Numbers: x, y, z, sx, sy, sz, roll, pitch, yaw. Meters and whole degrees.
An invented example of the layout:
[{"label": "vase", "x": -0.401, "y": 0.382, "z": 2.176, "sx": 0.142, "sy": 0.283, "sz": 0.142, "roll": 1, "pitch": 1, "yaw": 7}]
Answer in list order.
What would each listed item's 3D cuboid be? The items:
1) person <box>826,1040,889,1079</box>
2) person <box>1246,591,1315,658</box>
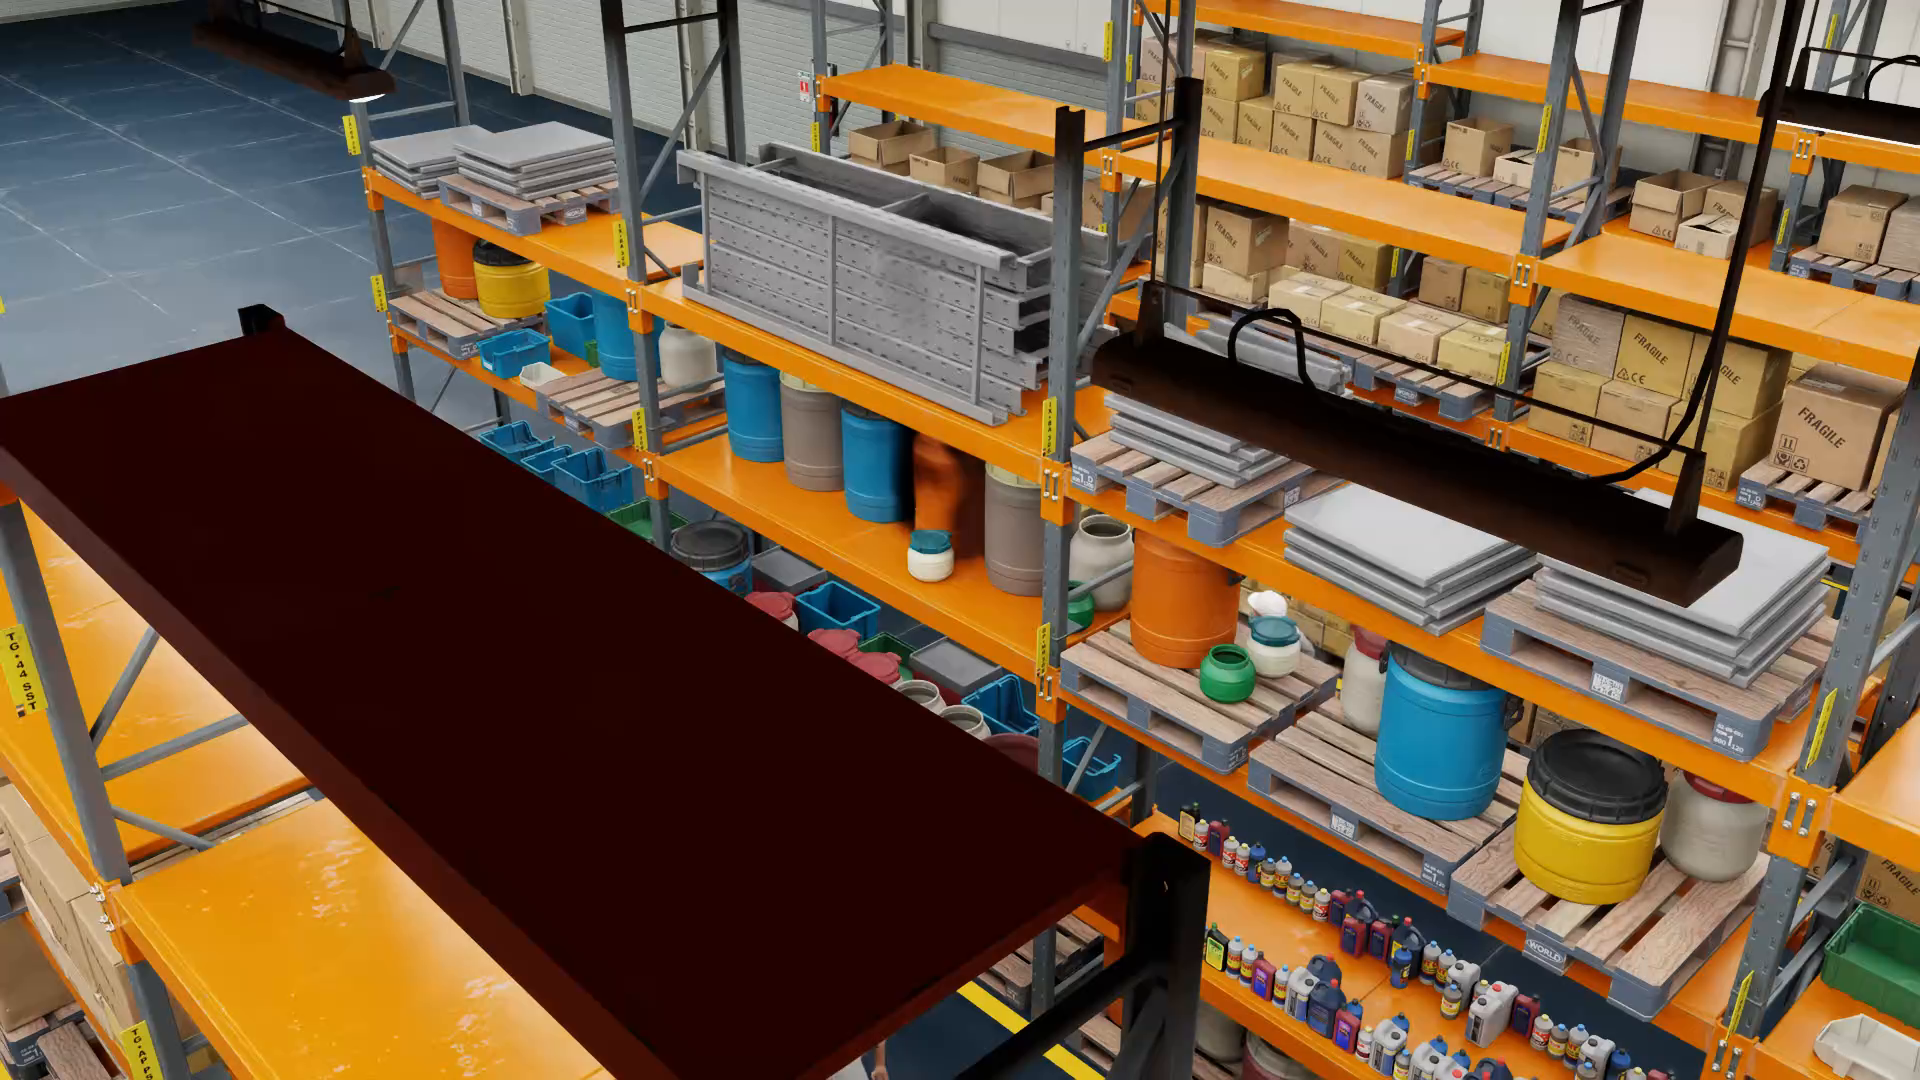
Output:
[{"label": "person", "x": -0.611, "y": 3.024, "z": 8.950, "sx": 0.631, "sy": 1.586, "sz": 0.552, "roll": 16, "pitch": 32, "yaw": 27}, {"label": "person", "x": 2.193, "y": 1.161, "z": 12.280, "sx": 0.663, "sy": 1.823, "sz": 0.668, "roll": 23, "pitch": 36, "yaw": 36}]
